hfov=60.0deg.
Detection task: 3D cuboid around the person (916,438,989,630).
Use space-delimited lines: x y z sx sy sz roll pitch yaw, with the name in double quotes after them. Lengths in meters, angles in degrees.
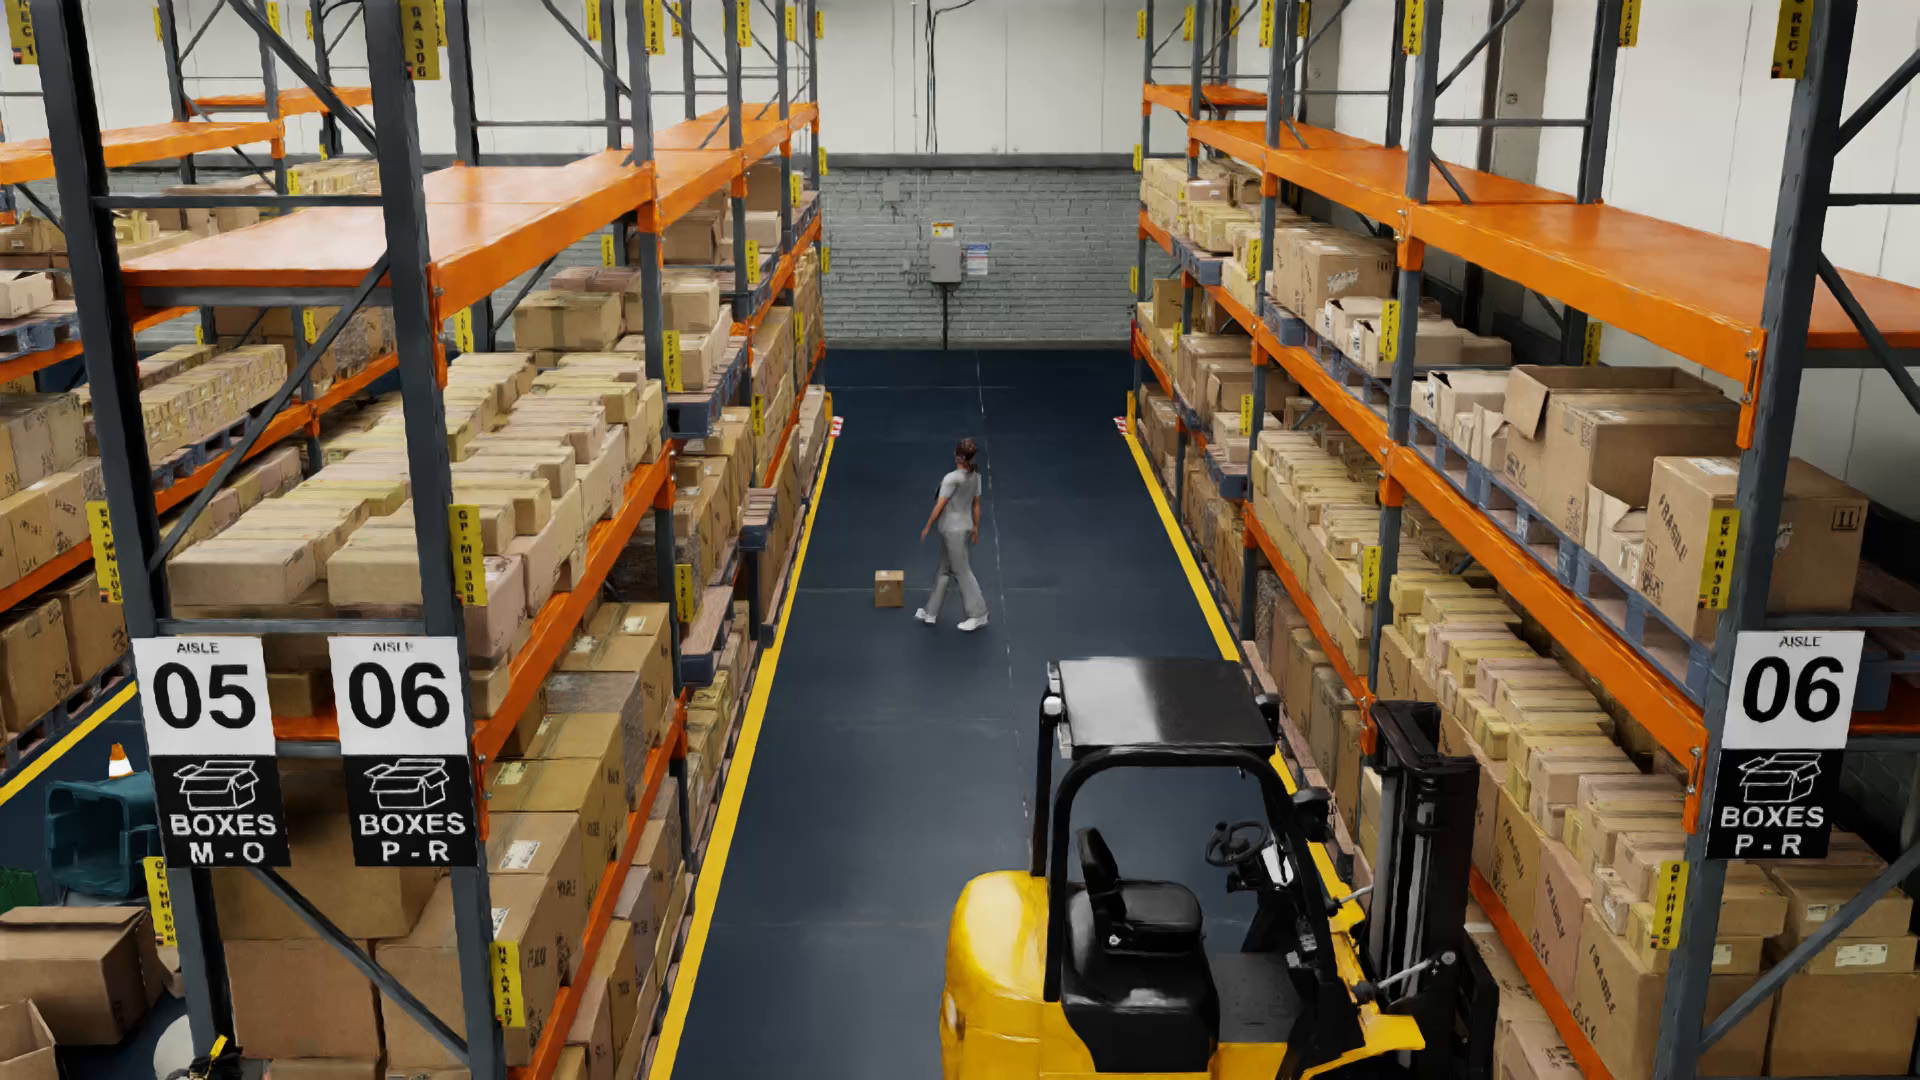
-0.060 -0.076 14.324 0.699 1.638 0.494 8 19 25 "person"
